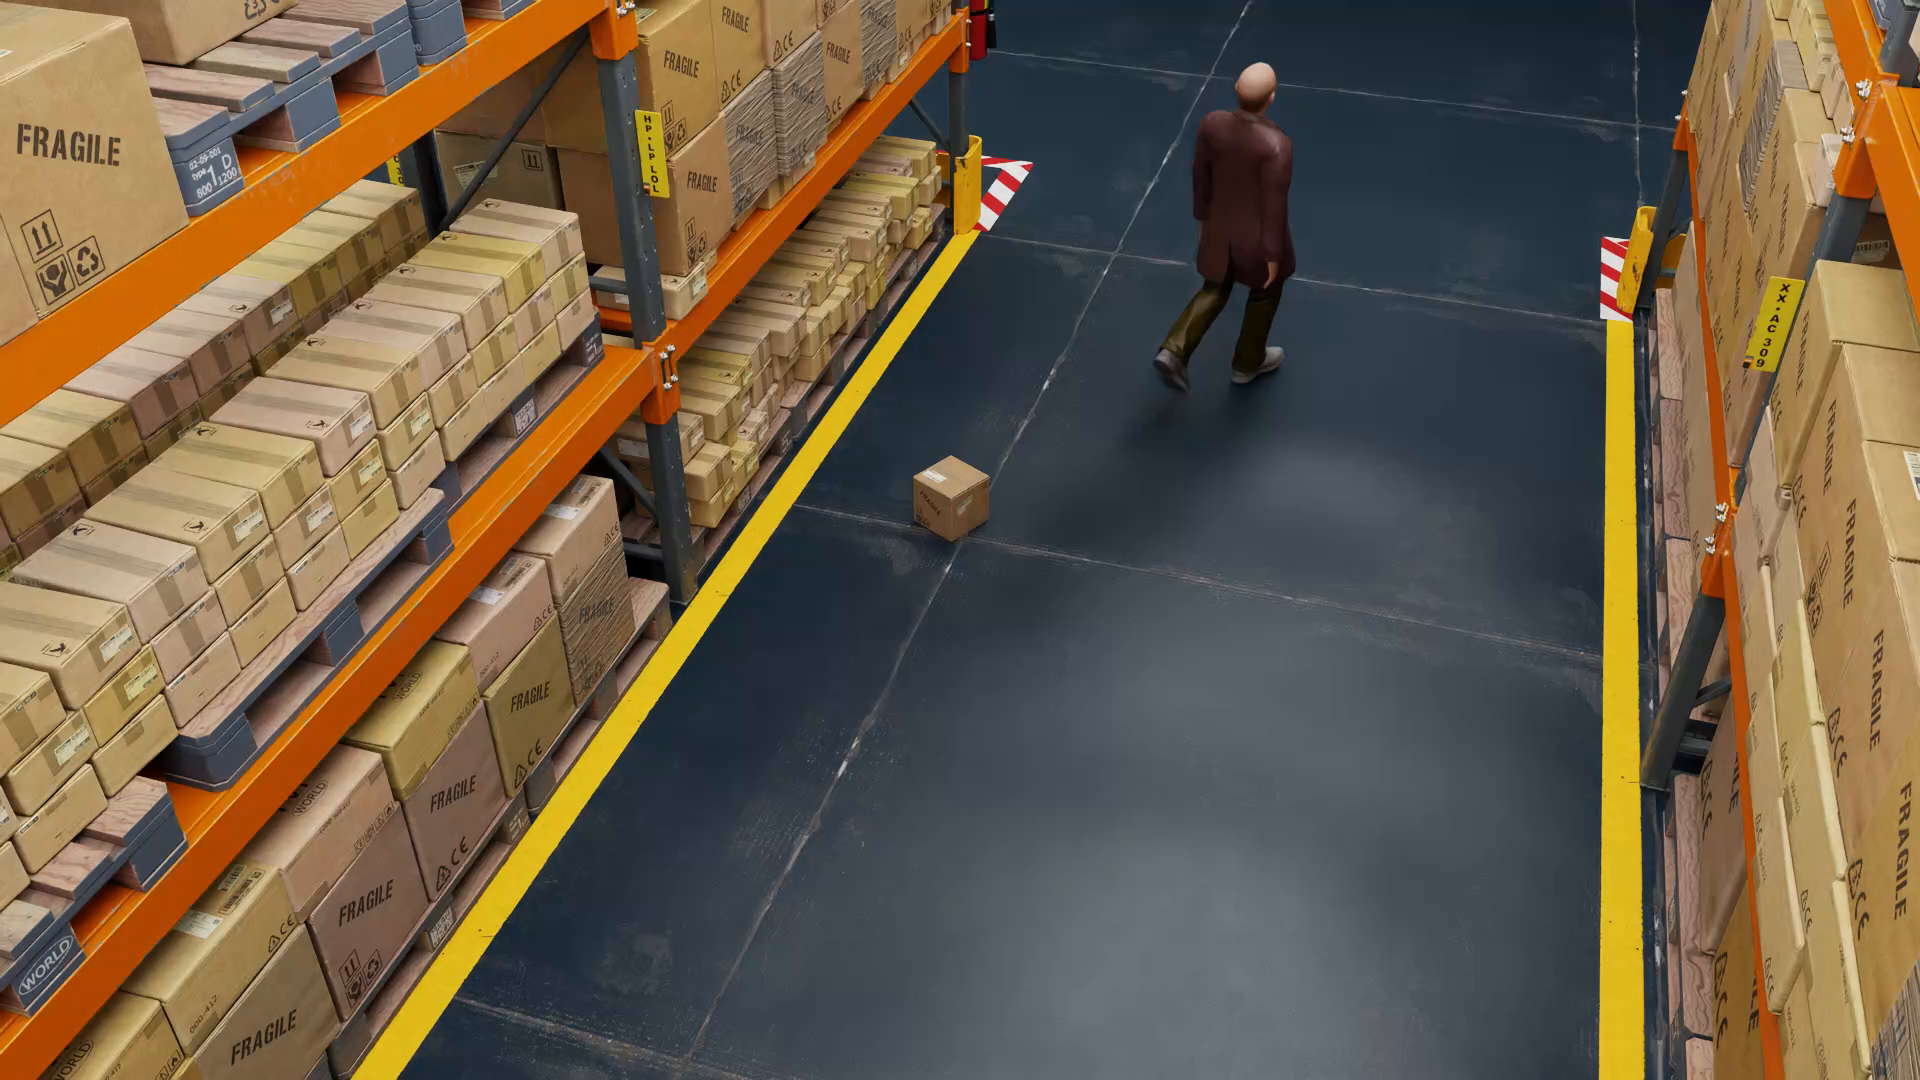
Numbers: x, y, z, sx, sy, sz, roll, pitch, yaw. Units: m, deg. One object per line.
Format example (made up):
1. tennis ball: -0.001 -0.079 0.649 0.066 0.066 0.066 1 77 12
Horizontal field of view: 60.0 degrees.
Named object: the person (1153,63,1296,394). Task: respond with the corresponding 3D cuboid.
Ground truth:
1. person: 1.355 -1.424 8.228 0.582 1.554 0.900 27 44 31
